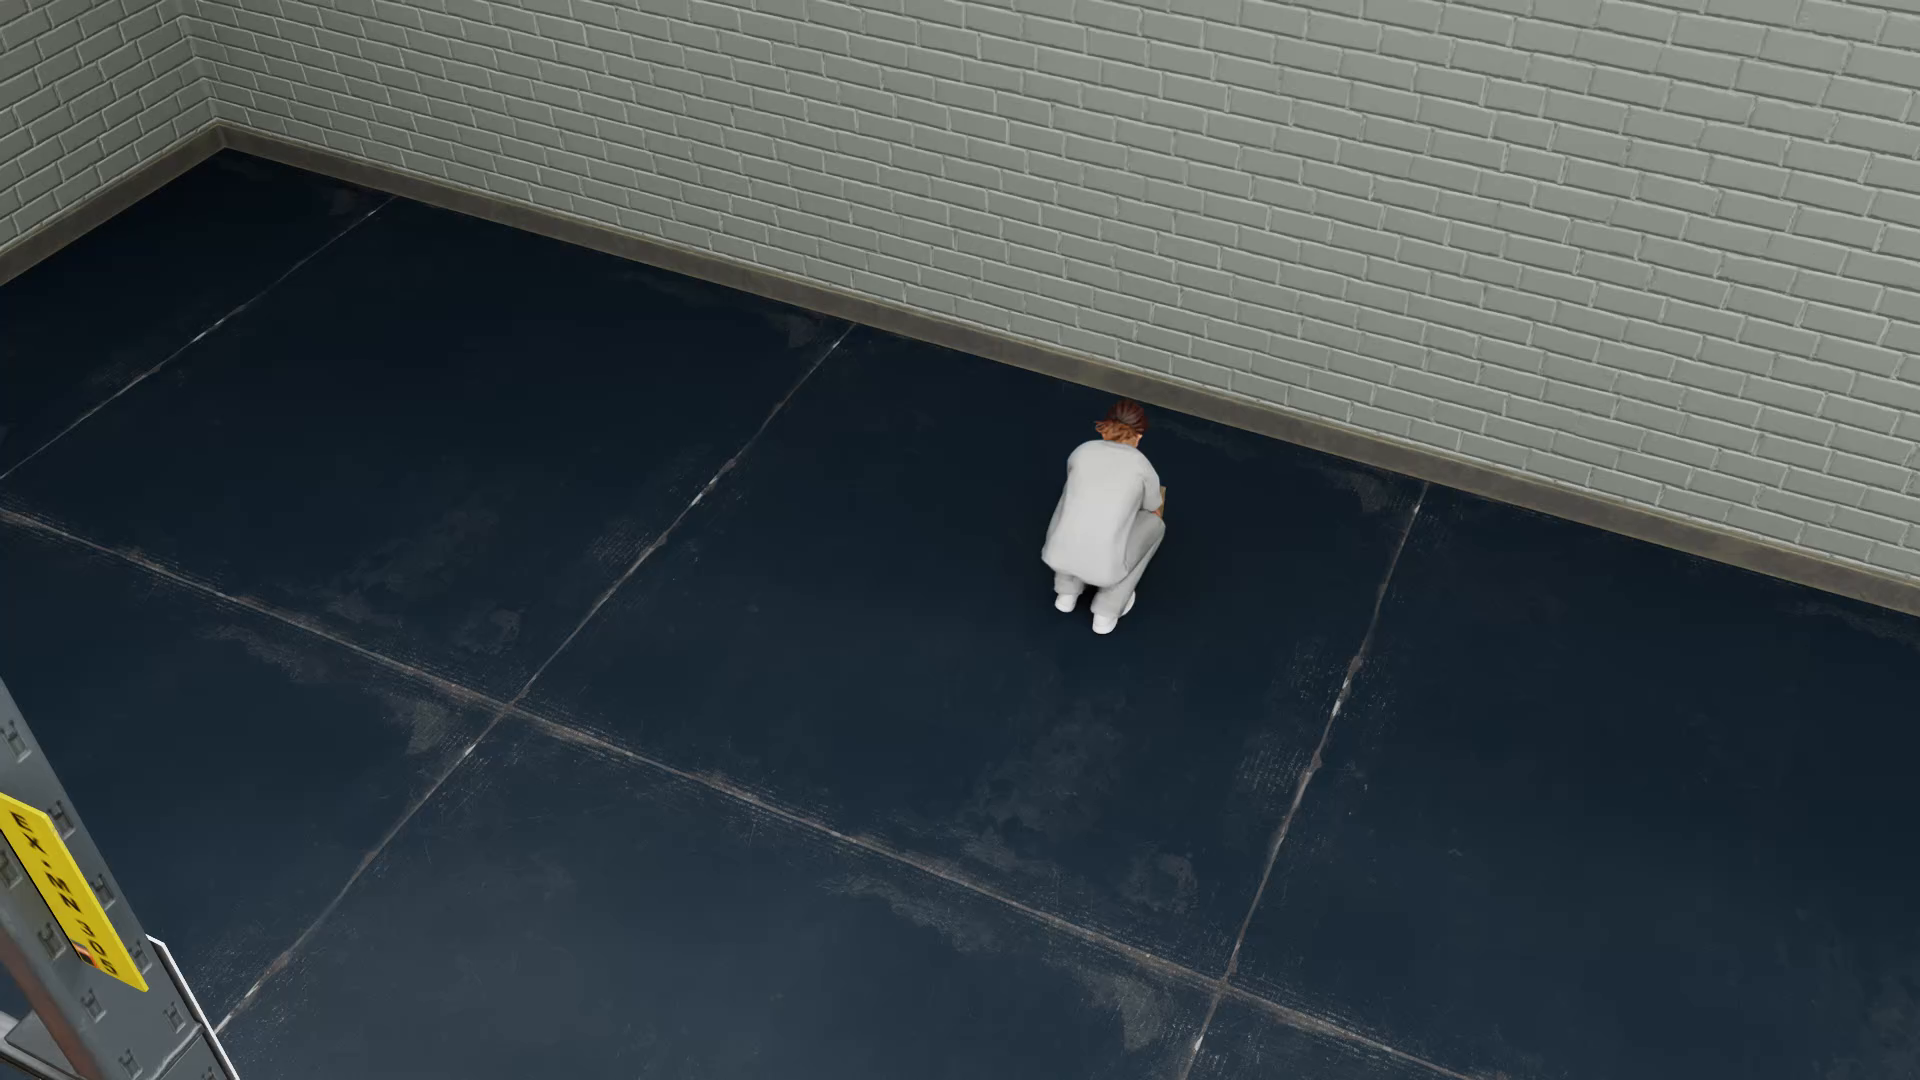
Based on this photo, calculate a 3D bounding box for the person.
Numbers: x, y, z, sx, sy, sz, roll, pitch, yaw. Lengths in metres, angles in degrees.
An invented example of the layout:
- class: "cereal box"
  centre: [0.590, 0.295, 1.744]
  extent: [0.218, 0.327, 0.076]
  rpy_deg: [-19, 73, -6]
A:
- class: "person"
  centre: [0.612, -0.073, 6.983]
  extent: [0.459, 0.816, 0.836]
  rpy_deg: [17, 45, 18]
